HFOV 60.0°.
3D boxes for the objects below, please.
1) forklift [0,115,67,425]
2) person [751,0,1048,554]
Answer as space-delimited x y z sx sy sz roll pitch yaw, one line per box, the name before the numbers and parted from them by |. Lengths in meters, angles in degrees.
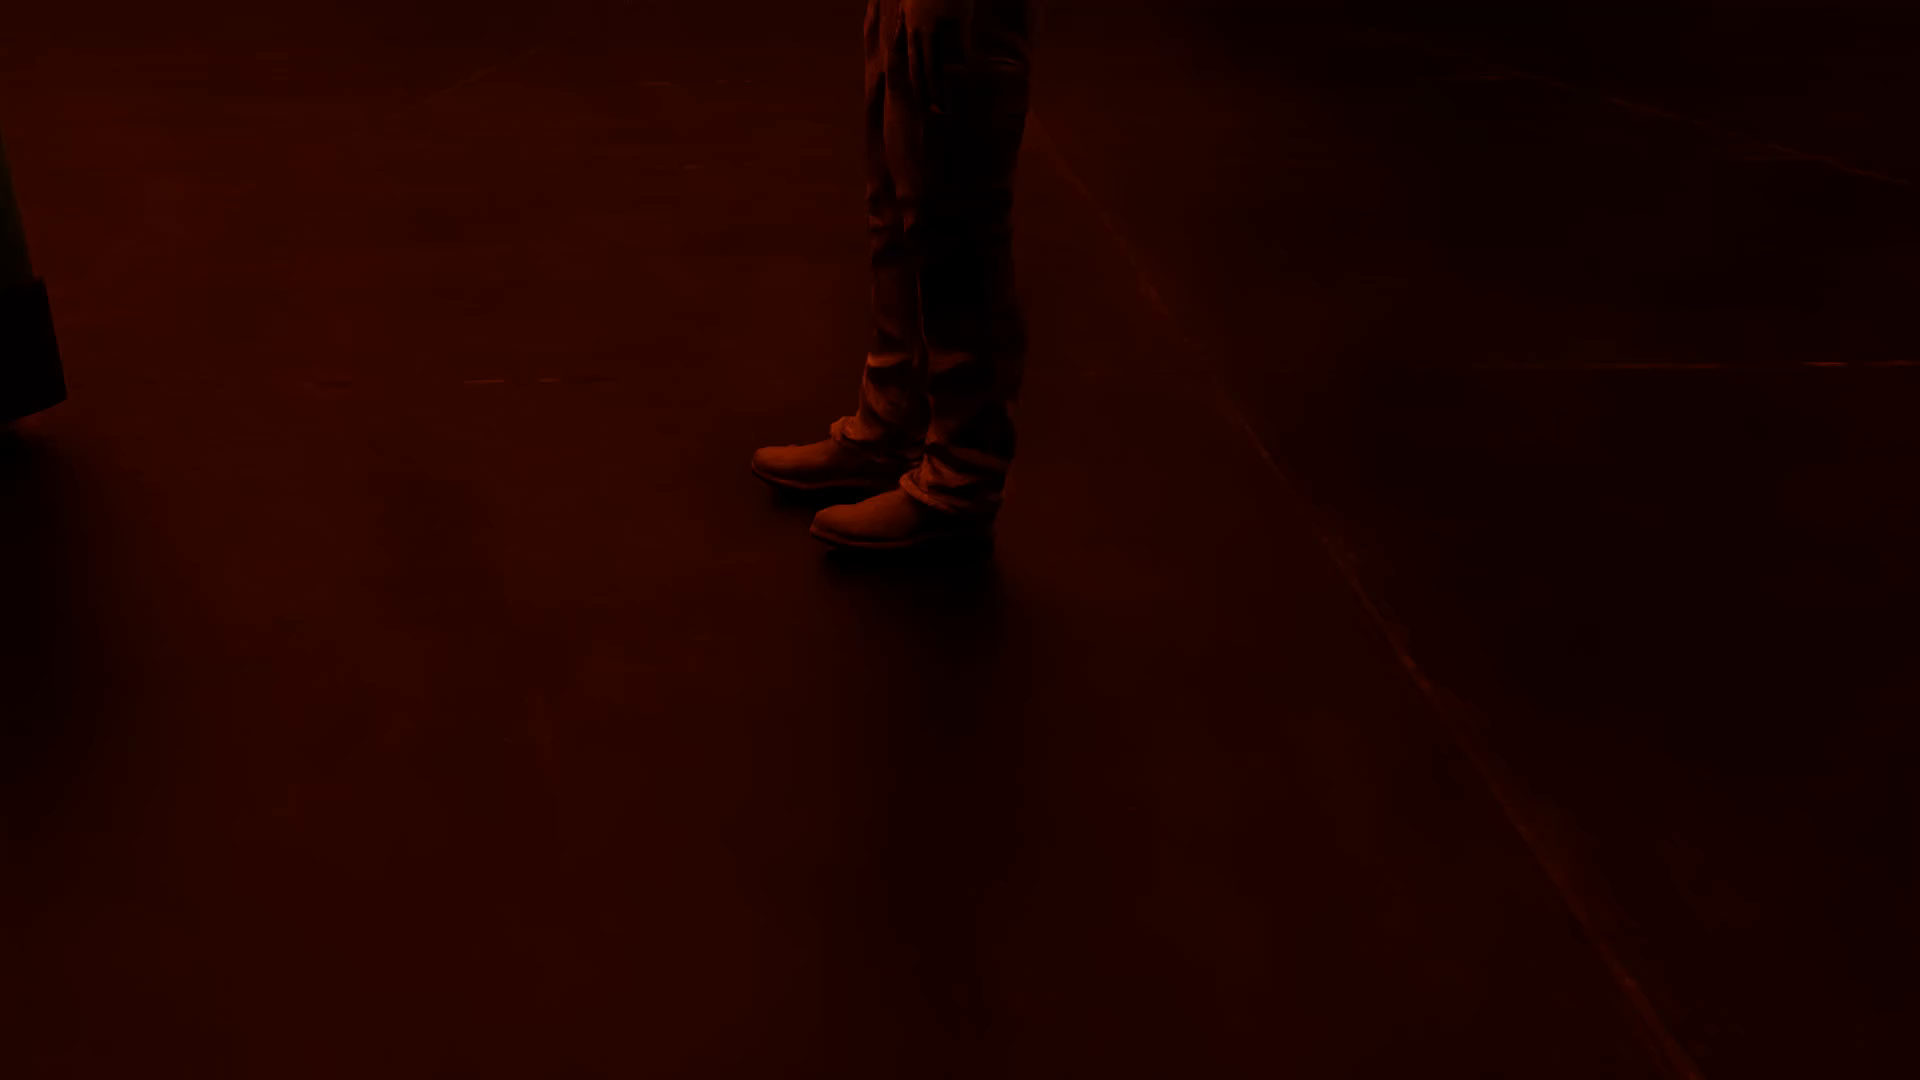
forklift | -3.313 -1.570 2.724 3.031 2.935 1.130 6 22 16
person | -0.072 -0.838 2.412 0.576 1.782 0.655 -1 21 -3
